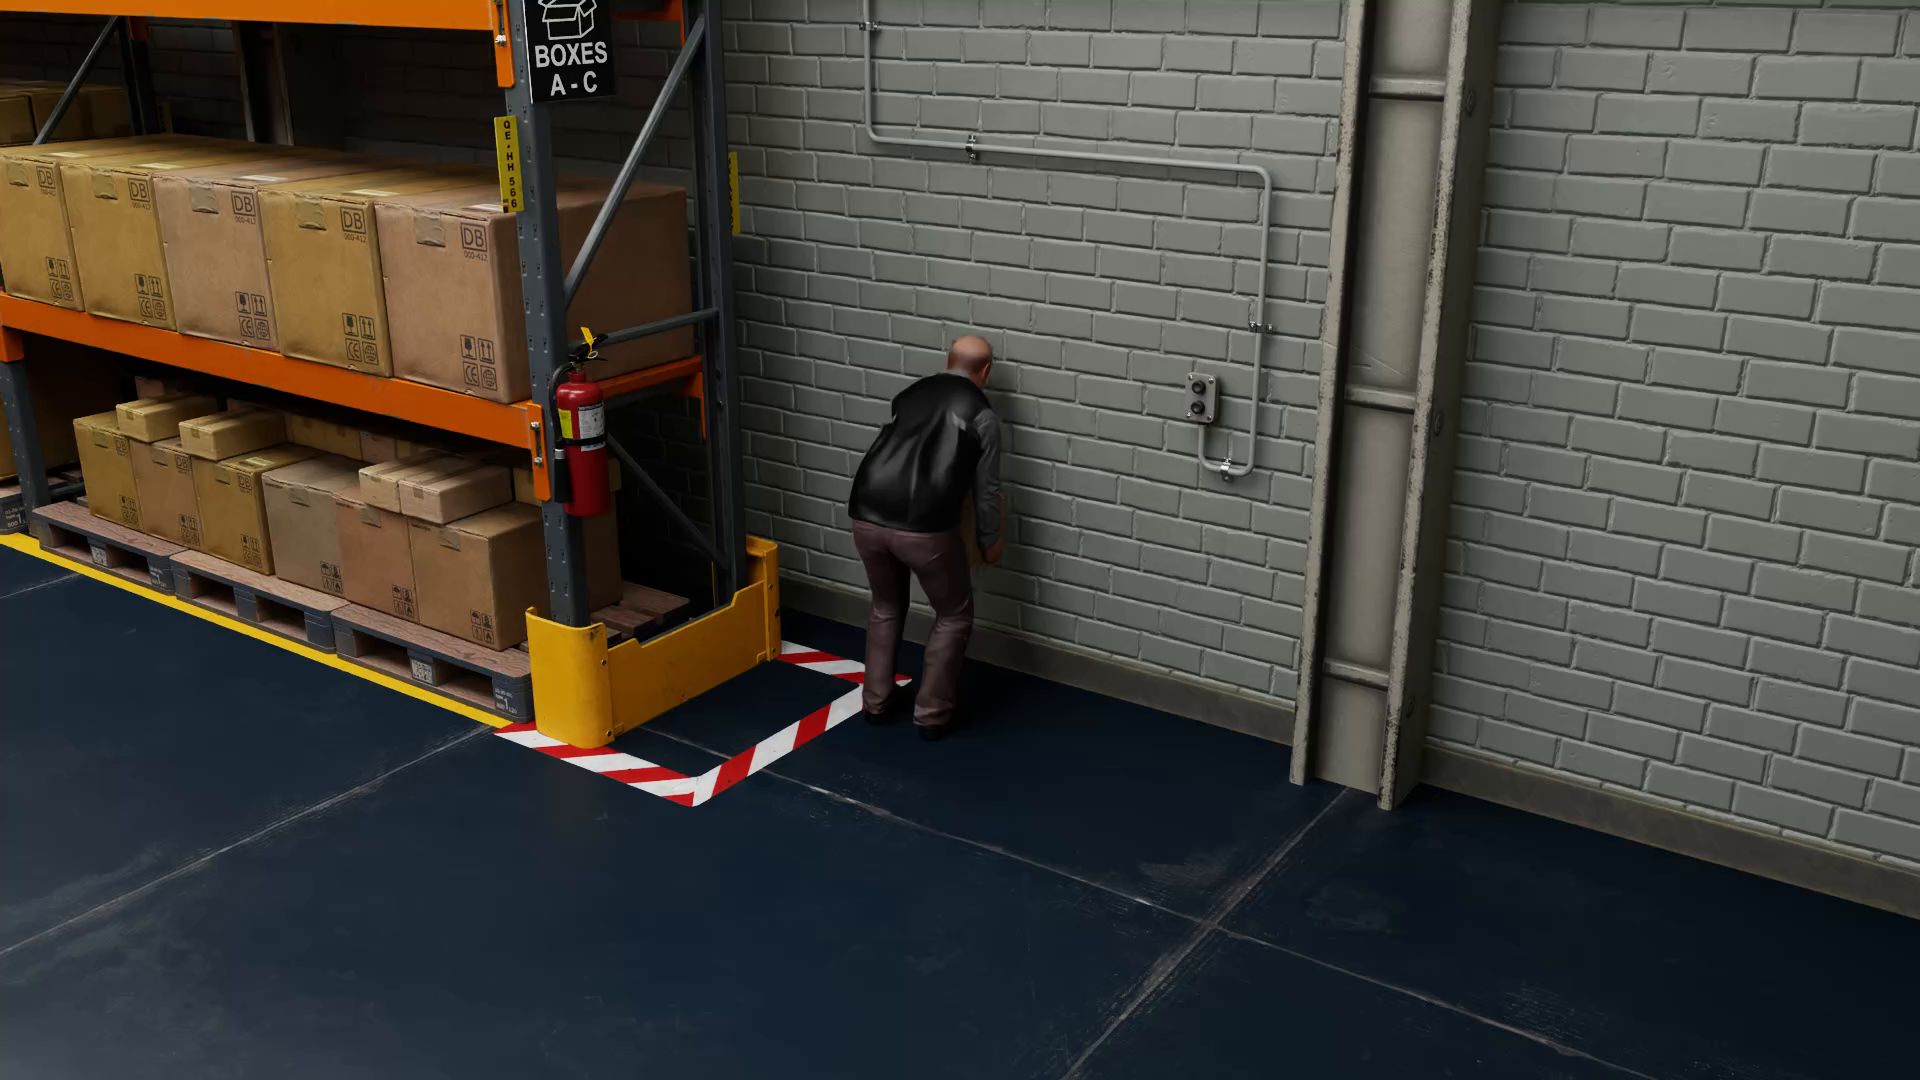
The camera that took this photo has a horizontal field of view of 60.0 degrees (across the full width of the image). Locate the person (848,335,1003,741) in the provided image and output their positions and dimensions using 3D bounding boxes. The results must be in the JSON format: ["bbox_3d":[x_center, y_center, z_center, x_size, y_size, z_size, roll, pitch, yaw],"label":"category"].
[{"bbox_3d":[-0.103,-0.022,6.537,0.469,1.480,0.796,11,23,29],"label":"person"}]
